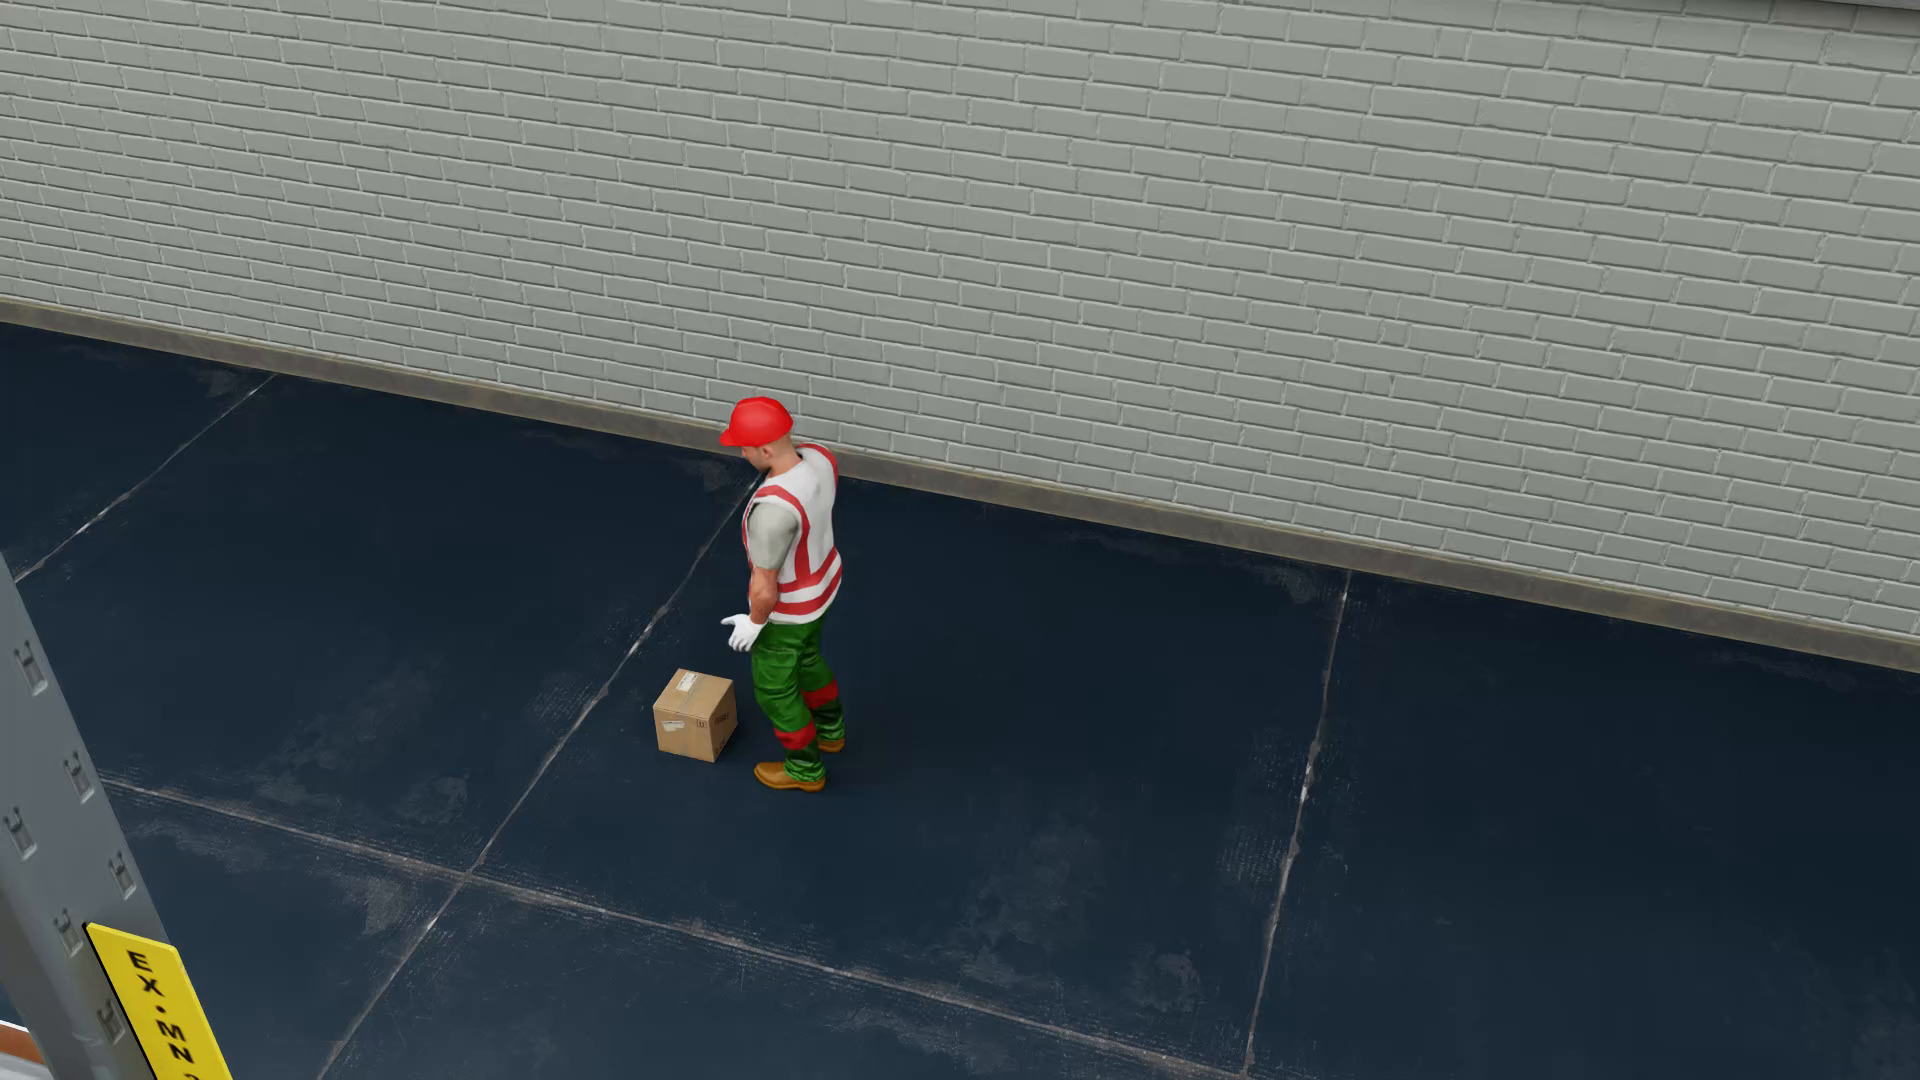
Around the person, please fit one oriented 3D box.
[{"bbox_3d":[-0.667,0.222,6.351,0.388,1.768,0.533,11,38,15],"label":"person"}]
